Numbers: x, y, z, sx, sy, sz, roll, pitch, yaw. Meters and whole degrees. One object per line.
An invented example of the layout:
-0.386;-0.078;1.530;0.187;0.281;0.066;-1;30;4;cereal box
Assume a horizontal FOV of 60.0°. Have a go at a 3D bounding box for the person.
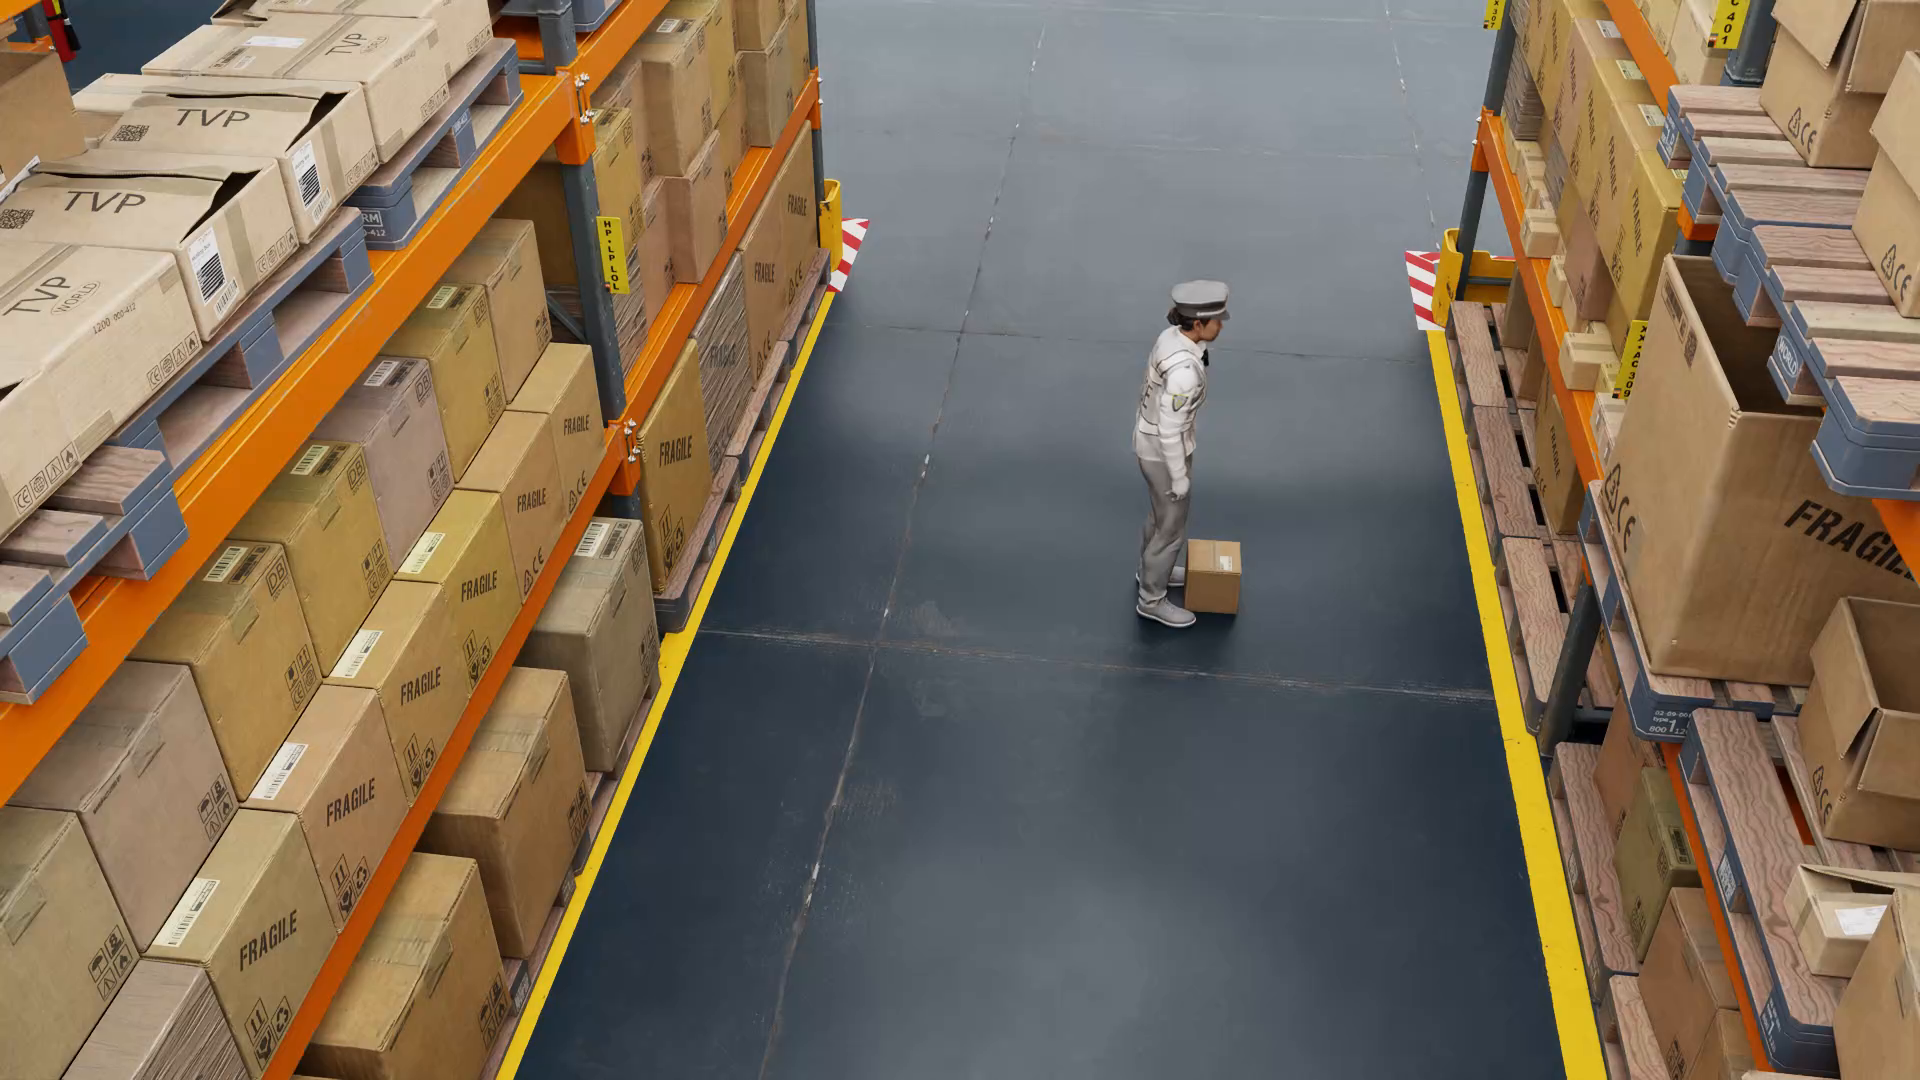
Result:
0.977;-0.407;7.587;0.378;1.663;0.531;4;37;6;person
